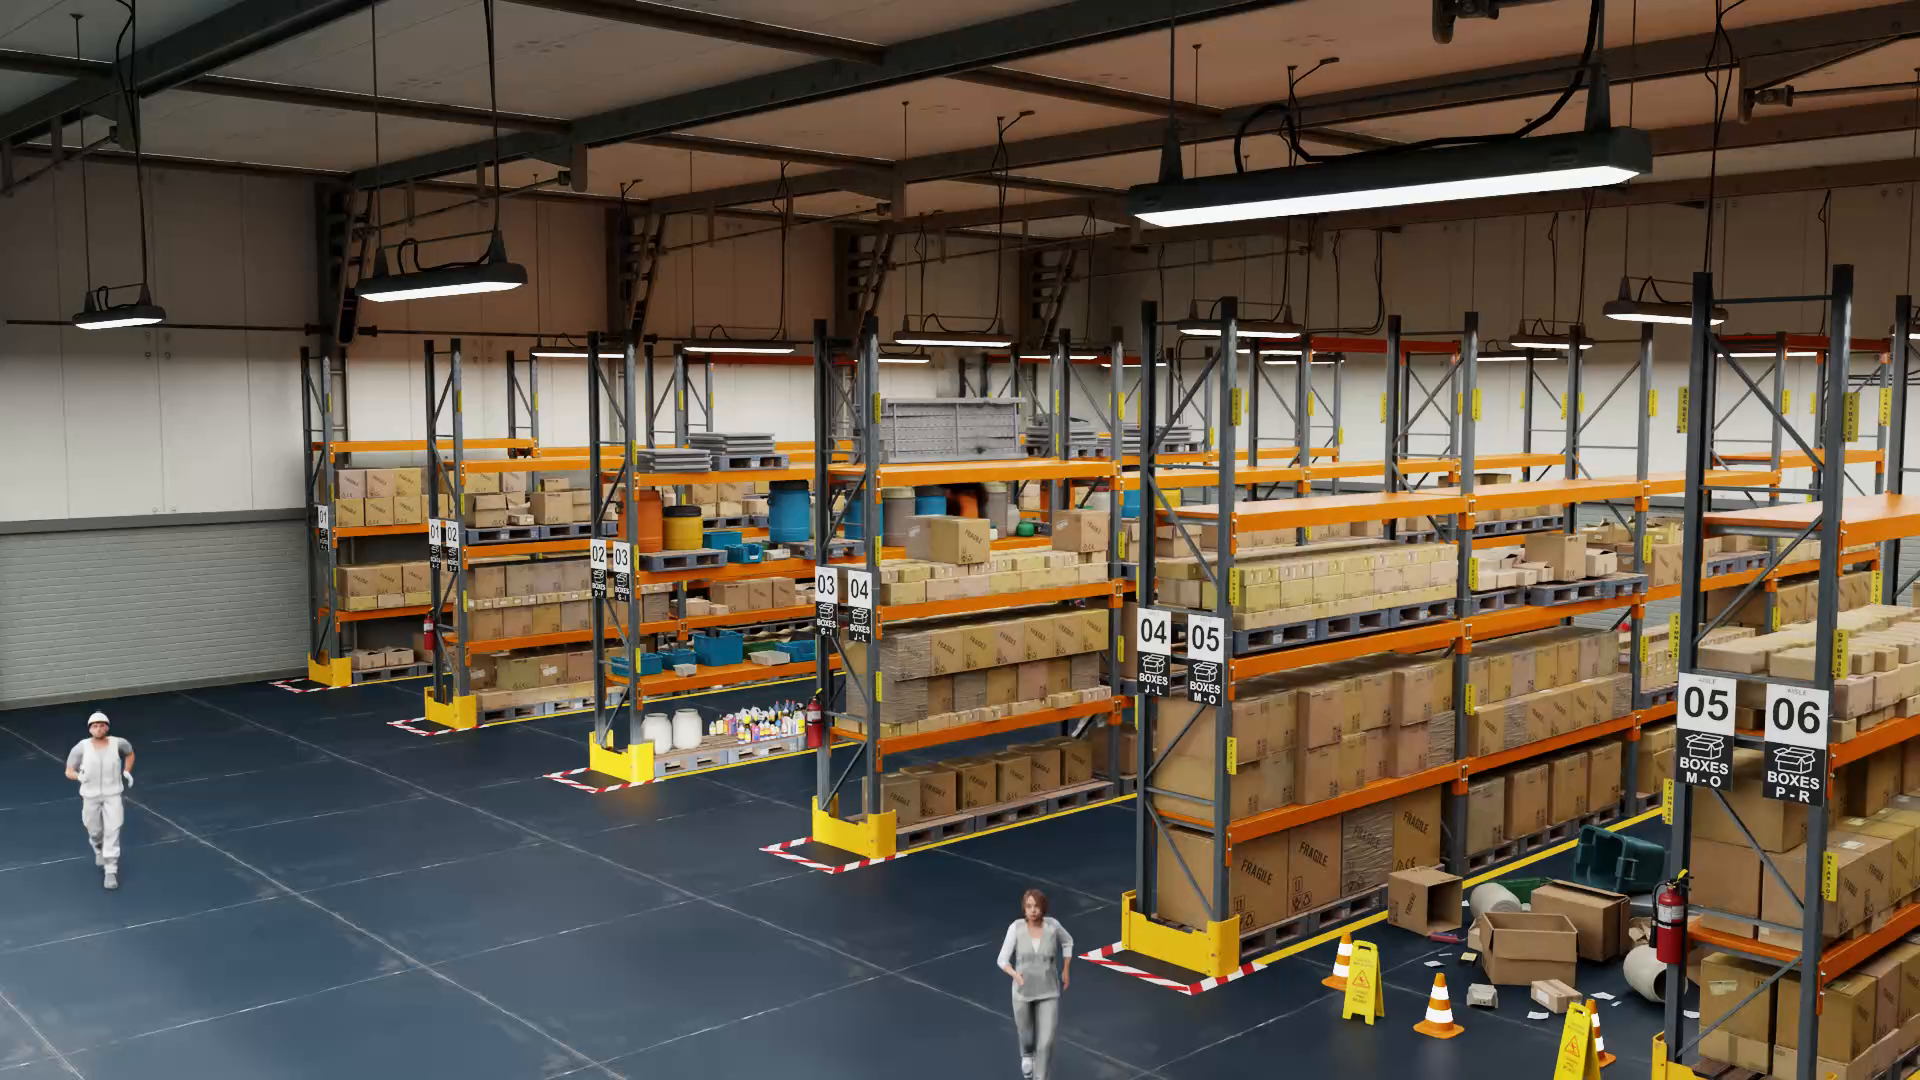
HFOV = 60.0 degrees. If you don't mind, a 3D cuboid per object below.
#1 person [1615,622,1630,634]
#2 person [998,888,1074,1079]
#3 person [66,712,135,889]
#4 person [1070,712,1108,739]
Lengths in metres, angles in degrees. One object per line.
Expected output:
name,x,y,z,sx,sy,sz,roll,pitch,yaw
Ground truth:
person,9.733,2.111,24.601,0.649,1.820,0.746,5,7,42
person,0.548,3.308,12.046,0.552,1.600,0.894,0,5,3
person,-9.056,2.703,17.549,0.654,1.783,0.988,-3,6,-27
person,1.858,1.906,23.530,0.714,1.826,1.004,4,7,40
